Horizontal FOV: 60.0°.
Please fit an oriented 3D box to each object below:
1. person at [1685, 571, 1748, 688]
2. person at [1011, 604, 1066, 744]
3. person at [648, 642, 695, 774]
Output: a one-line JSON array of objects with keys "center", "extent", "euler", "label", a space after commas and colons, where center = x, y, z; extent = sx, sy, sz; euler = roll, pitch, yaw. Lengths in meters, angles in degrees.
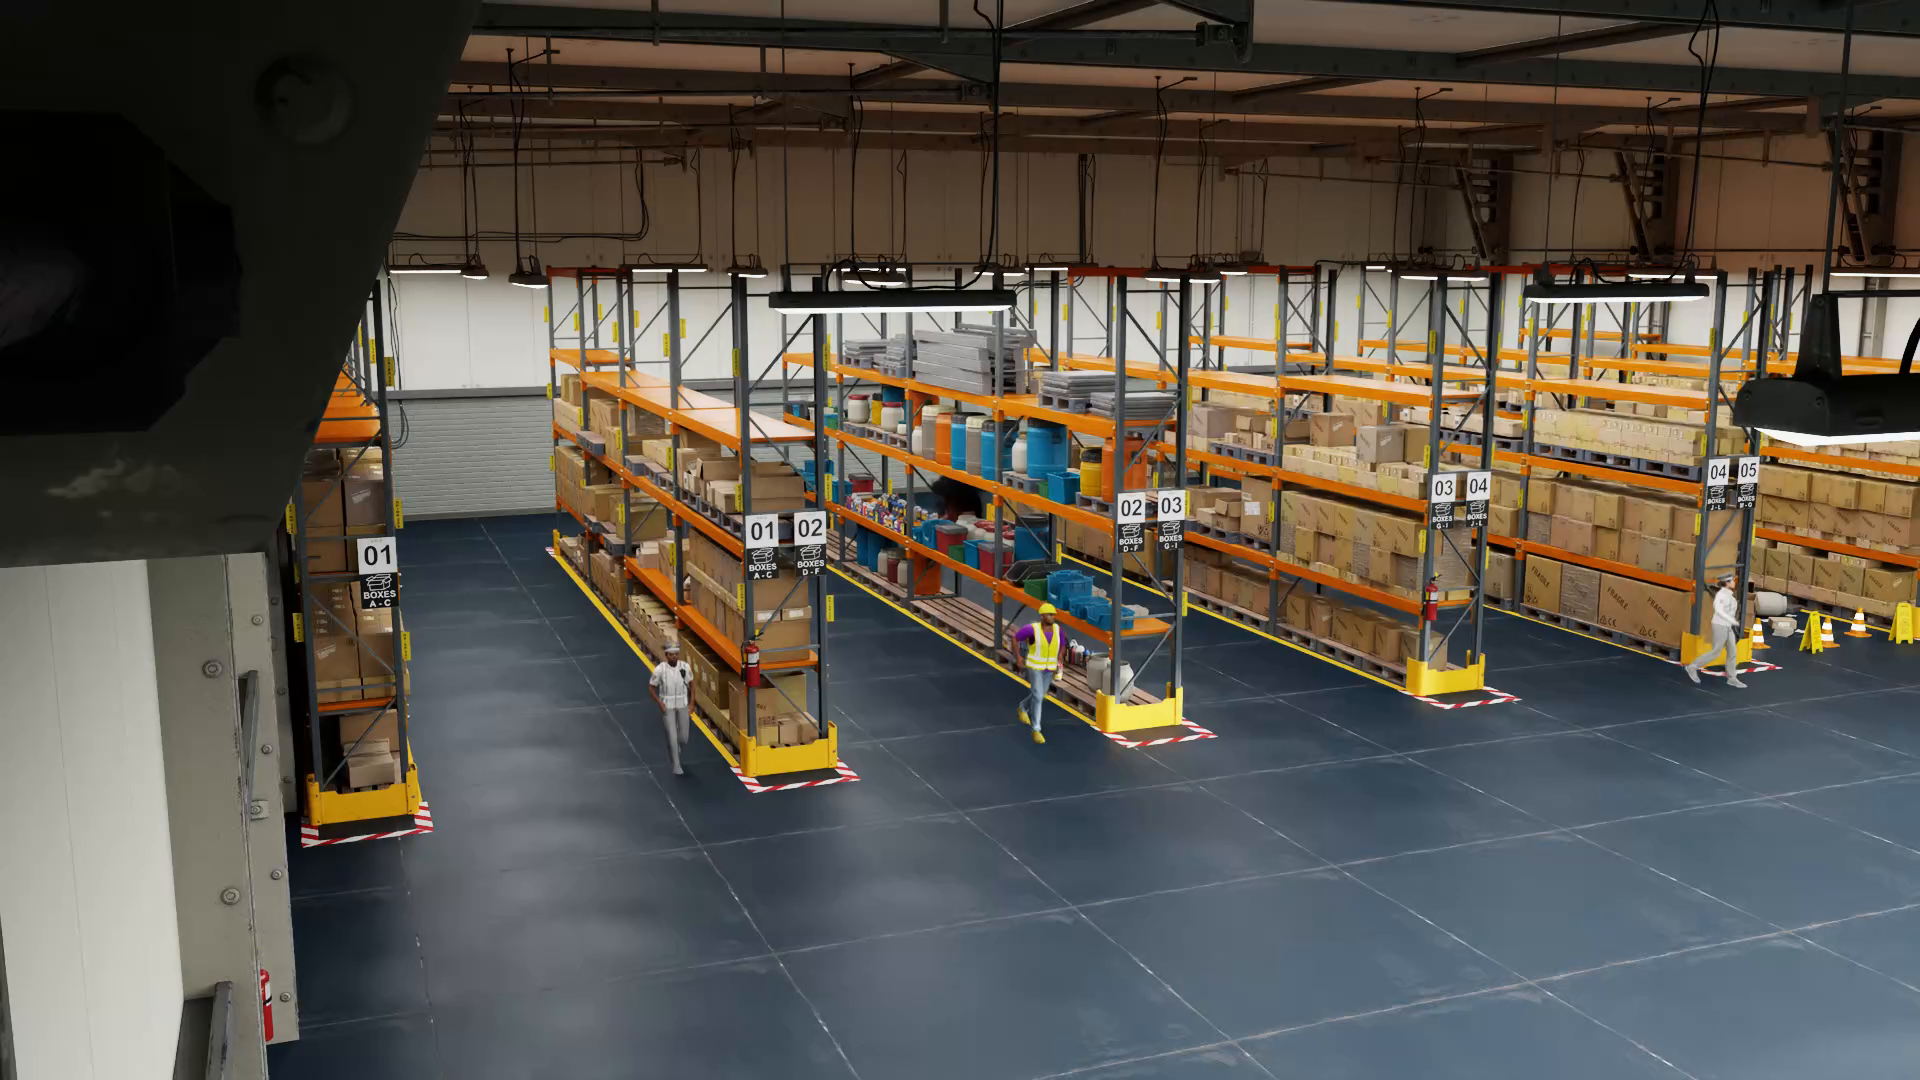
[{"center": [11.189, 1.284, 24.413], "extent": [0.848, 1.670, 0.675], "euler": [6, 12, 32], "label": "person"}, {"center": [1.071, 1.695, 21.921], "extent": [0.737, 1.754, 0.927], "euler": [-5, 11, -27], "label": "person"}, {"center": [-3.526, 2.029, 20.377], "extent": [0.582, 1.665, 0.585], "euler": [-4, 11, -22], "label": "person"}]
